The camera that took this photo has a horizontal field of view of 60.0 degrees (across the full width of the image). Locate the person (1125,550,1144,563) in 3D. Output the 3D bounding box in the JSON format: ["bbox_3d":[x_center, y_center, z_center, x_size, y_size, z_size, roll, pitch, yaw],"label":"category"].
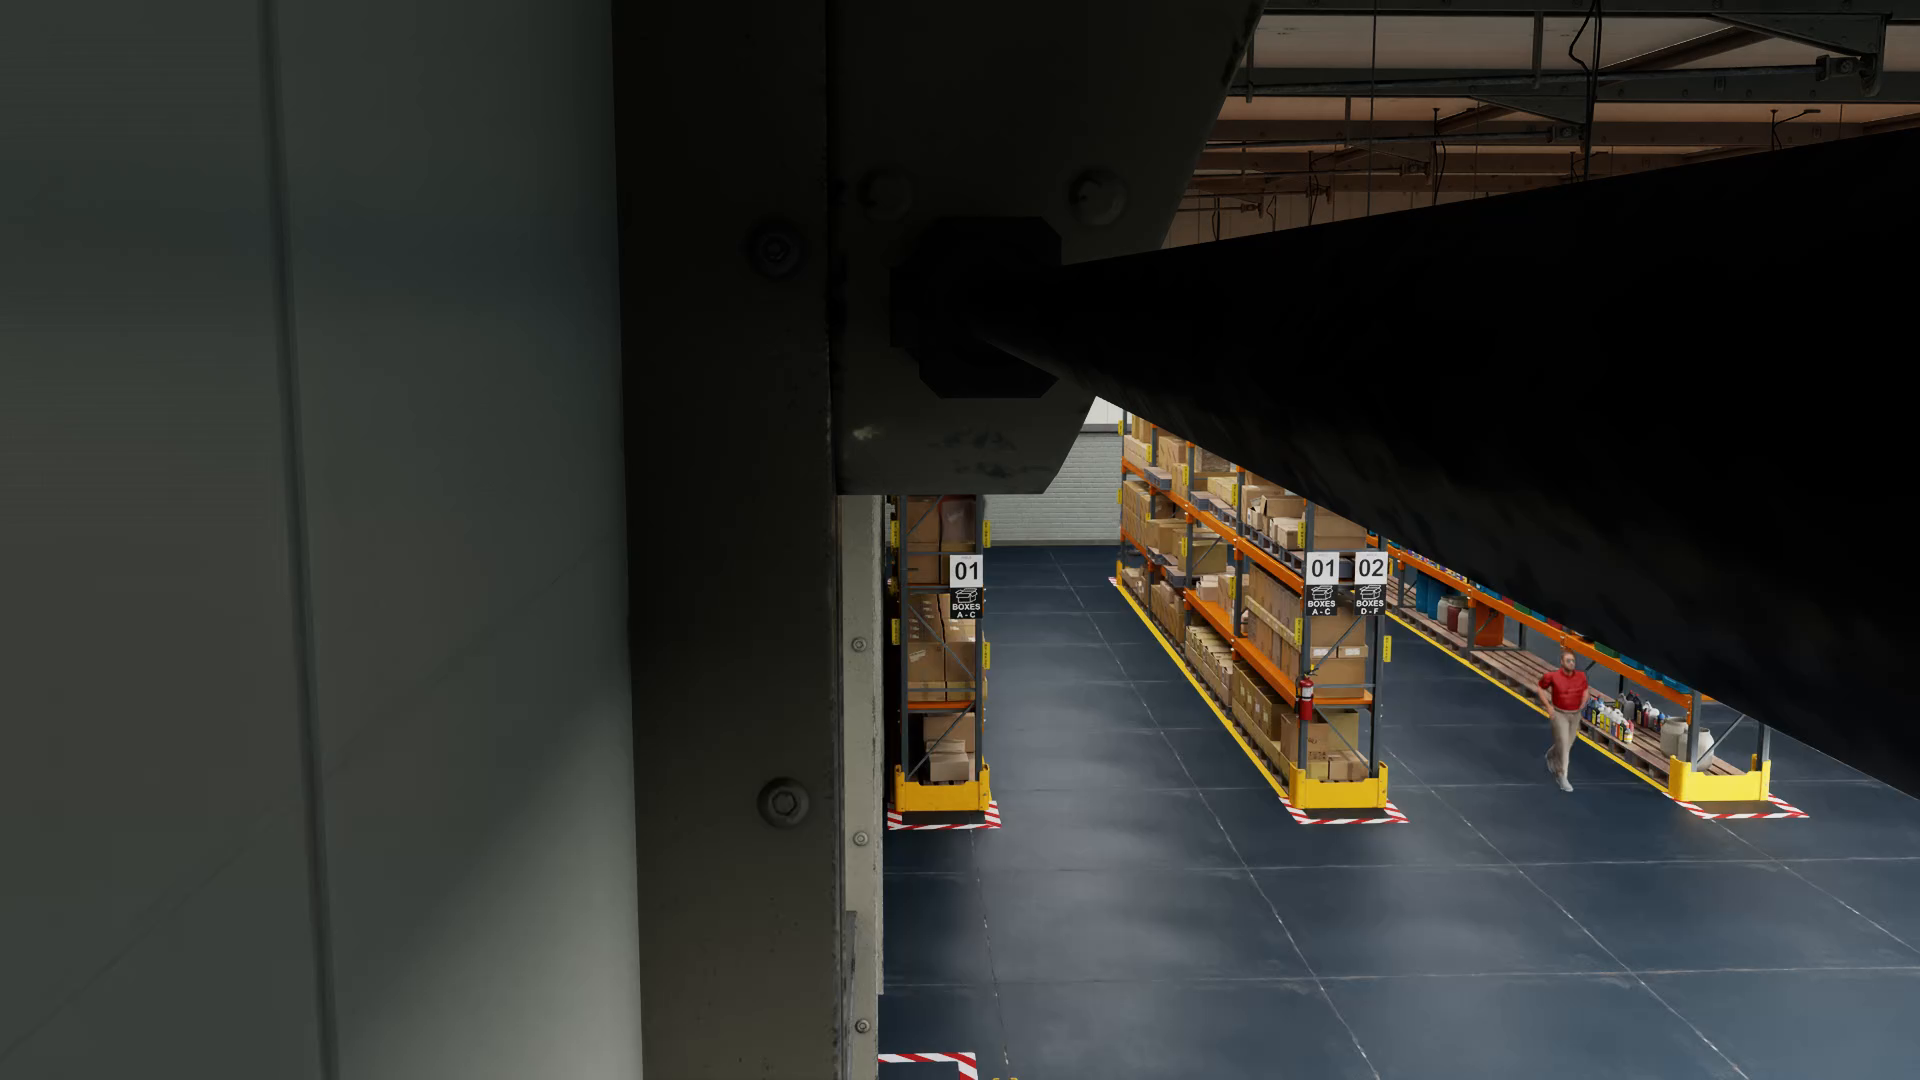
[{"bbox_3d":[4.169,-0.034,37.957,0.936,1.639,0.559,4,9,26],"label":"person"}]

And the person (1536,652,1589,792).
[{"bbox_3d":[7.840,2.303,21.602,0.647,1.754,0.830,-2,9,-10],"label":"person"}]
